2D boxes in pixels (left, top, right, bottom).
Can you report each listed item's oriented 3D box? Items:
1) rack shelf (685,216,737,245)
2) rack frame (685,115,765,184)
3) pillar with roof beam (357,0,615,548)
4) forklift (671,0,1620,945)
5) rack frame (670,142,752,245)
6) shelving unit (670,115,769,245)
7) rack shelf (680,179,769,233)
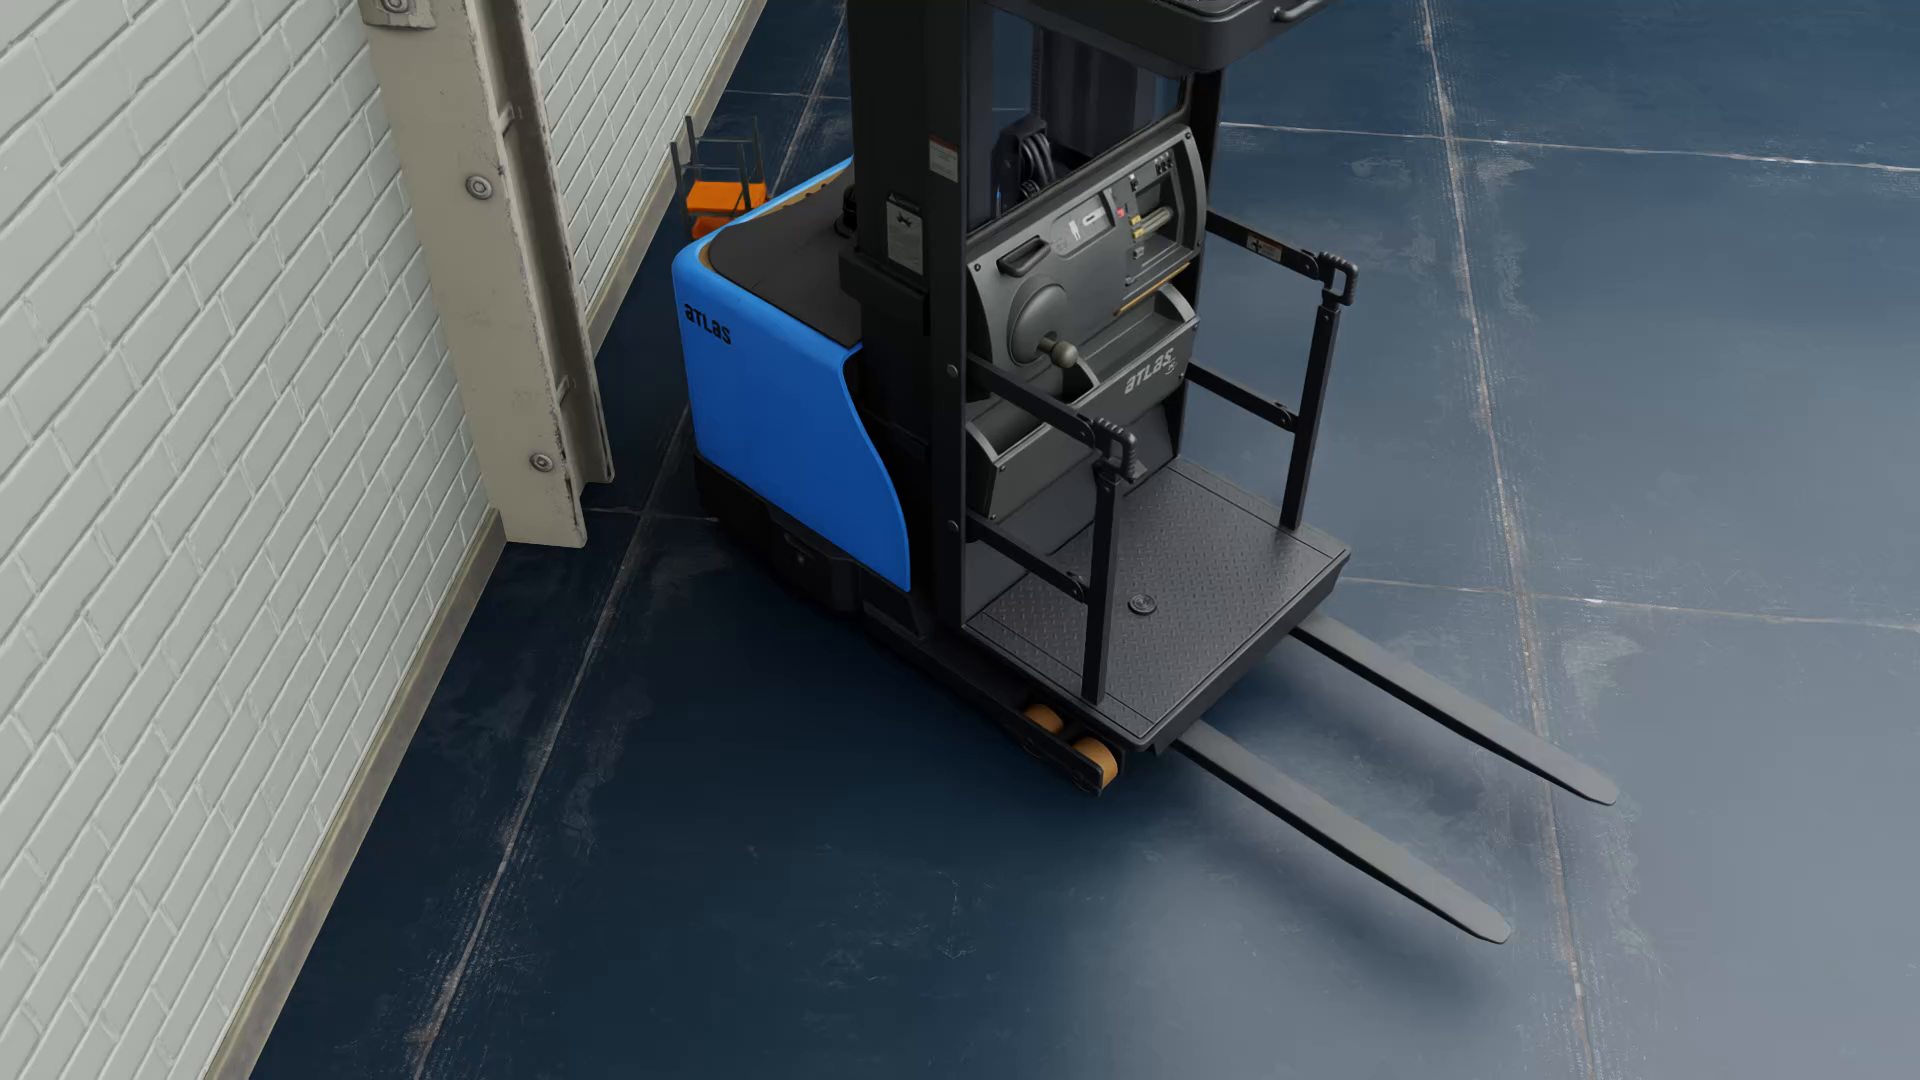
[{"bbox_3d":[-0.783,-1.029,5.668,0.258,0.103,0.180,4,42,8],"label":"rack shelf"},{"bbox_3d":[-0.762,-0.943,5.865,0.240,1.200,0.006,4,42,8],"label":"rack frame"},{"bbox_3d":[2.844,-2.998,2.371,9.100,9.000,0.400,5,44,6],"label":"pillar with roof beam"},{"bbox_3d":[0.517,-0.724,4.383,3.031,2.935,1.130,32,52,29],"label":"forklift"},{"bbox_3d":[-0.788,-0.822,5.730,0.240,1.200,0.006,4,42,8],"label":"rack frame"},{"bbox_3d":[-0.775,-0.883,5.798,0.258,1.200,0.189,4,42,8],"label":"shelving unit"},{"bbox_3d":[-0.789,-1.119,5.588,0.258,0.103,0.180,4,42,8],"label":"rack shelf"}]
